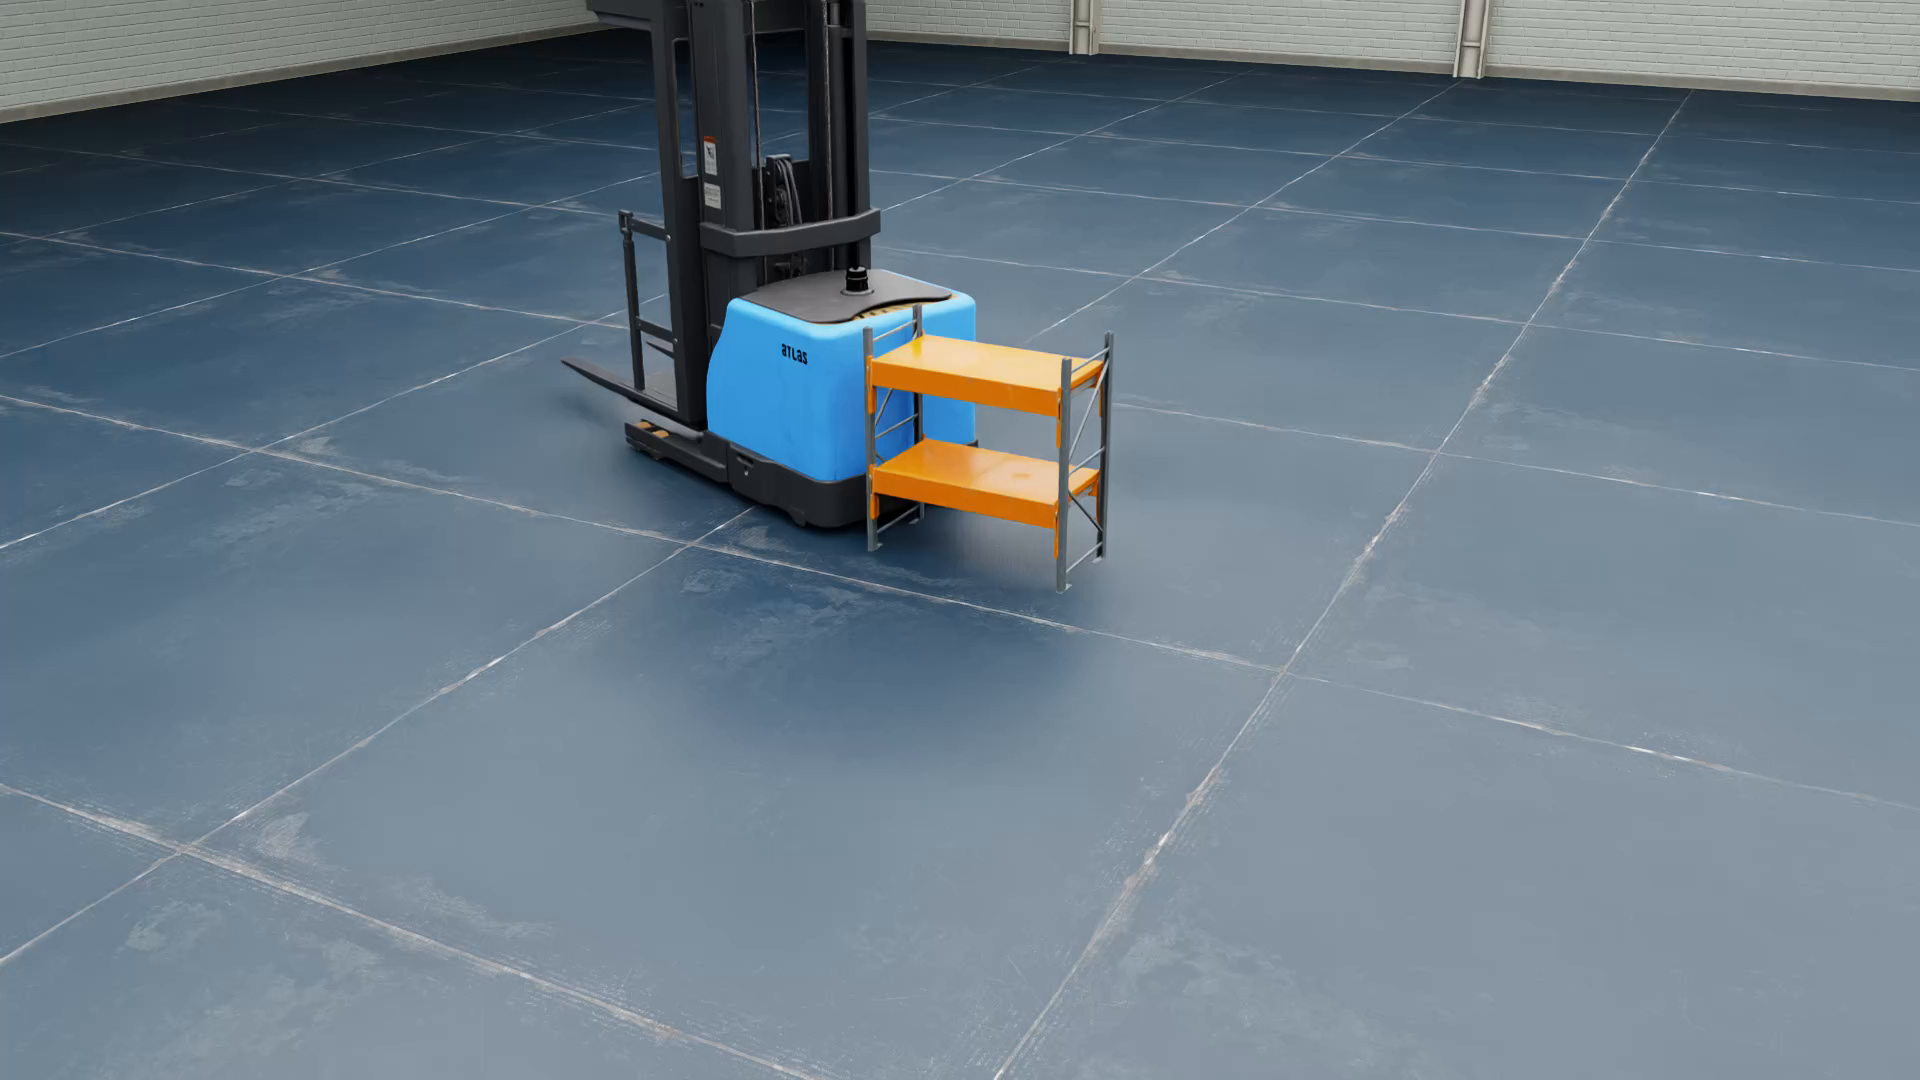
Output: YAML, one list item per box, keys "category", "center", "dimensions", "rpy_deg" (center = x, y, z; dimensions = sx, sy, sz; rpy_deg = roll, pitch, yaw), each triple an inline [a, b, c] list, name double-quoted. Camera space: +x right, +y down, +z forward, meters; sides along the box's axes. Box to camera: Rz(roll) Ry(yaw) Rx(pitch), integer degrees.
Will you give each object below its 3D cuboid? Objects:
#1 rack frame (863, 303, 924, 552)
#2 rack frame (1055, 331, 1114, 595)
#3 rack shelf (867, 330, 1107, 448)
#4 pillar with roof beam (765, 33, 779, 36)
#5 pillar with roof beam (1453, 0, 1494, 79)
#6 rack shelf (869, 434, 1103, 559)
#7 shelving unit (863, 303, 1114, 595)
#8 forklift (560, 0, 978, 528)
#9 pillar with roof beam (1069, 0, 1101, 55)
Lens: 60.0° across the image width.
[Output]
- category: "rack frame"
  center: [-0.317, -0.545, 8.094]
  dimensions: [0.032, 1.125, 0.500]
  rpy_deg: [12, 26, 26]
- category: "rack frame"
  center: [0.574, -0.353, 7.643]
  dimensions: [0.032, 1.125, 0.500]
  rpy_deg: [12, 26, 26]
- category: "rack shelf"
  center: [0.129, -0.718, 7.754]
  dimensions: [1.000, 0.278, 0.538]
  rpy_deg: [12, 26, 26]
- category: "pillar with roof beam"
  center: [-5.324, -11.434, 23.637]
  dimensions: [0.400, 9.000, 9.100]
  rpy_deg: [11, 25, 25]
- category: "pillar with roof beam"
  center: [5.386, -9.315, 18.655]
  dimensions: [0.400, 9.000, 9.100]
  rpy_deg: [11, 25, 25]
- category: "rack shelf"
  center: [0.129, -0.224, 7.964]
  dimensions: [1.000, 0.278, 0.538]
  rpy_deg: [12, 26, 26]
- category: "shelving unit"
  center: [0.129, -0.449, 7.868]
  dimensions: [1.048, 1.125, 0.538]
  rpy_deg: [12, 26, 26]
- category: "forklift"
  center: [-1.245, -1.909, 8.994]
  dimensions: [1.130, 2.935, 3.031]
  rpy_deg: [-19, 29, -37]
- category: "pillar with roof beam"
  center: [0.031, -10.374, 21.146]
  dimensions: [0.400, 9.000, 9.100]
  rpy_deg: [11, 25, 25]
